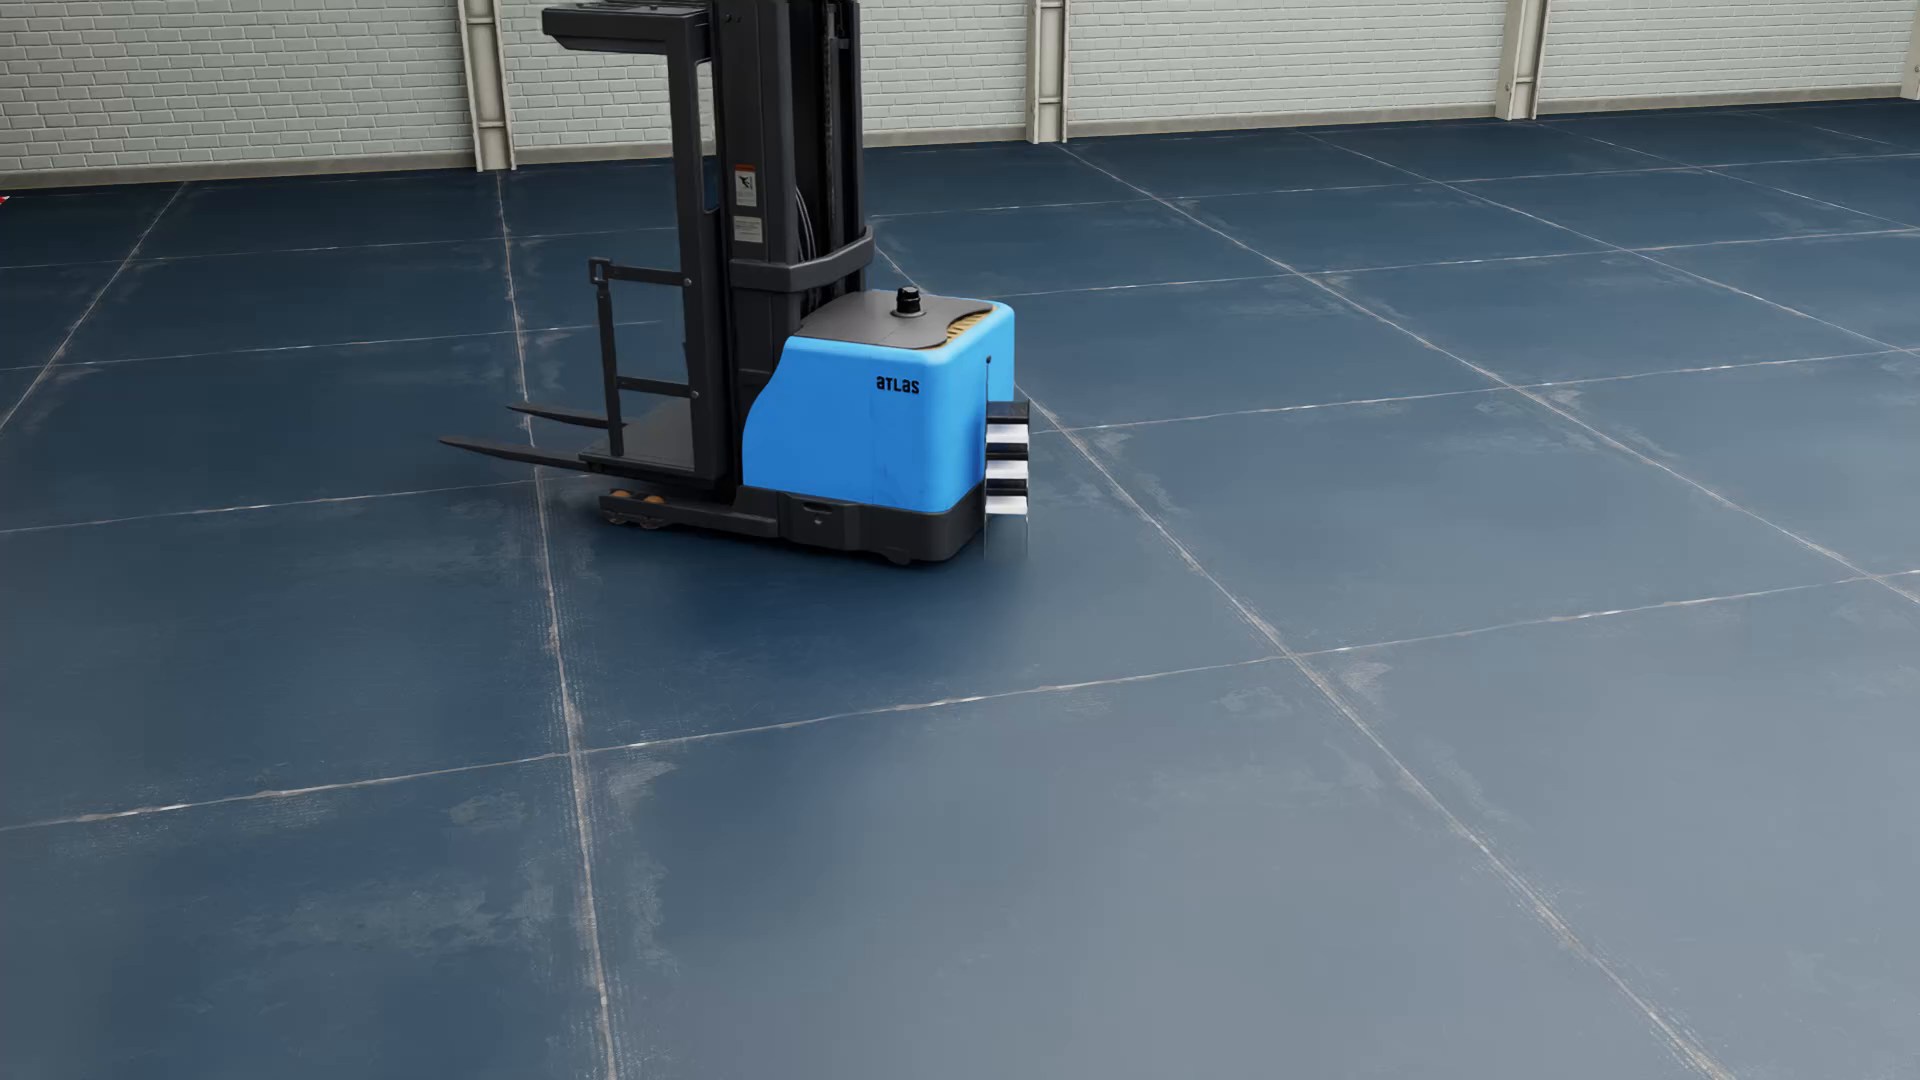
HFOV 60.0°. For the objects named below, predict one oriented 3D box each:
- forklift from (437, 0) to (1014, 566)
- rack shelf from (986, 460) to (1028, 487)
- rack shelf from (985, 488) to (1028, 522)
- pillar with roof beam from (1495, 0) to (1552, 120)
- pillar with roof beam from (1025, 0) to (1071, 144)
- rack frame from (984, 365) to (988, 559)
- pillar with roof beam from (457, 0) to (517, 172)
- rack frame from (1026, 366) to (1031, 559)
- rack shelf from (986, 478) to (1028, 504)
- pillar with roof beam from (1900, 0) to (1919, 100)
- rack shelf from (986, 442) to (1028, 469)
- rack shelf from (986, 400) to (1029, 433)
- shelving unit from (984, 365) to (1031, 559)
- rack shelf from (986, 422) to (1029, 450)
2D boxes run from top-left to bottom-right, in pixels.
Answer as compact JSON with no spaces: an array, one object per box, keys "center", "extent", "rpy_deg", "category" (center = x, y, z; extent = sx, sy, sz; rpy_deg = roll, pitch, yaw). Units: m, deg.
[{"center":[-1.284,-1.581,8.218],"extent":[3.031,2.935,1.130],"rpy_deg":[9,25,20],"category":"forklift"},{"center":[0.227,-0.338,7.982],"extent":[0.200,0.077,0.258],"rpy_deg":[1,23,2],"category":"rack shelf"},{"center":[0.227,-0.173,8.053],"extent":[0.200,0.077,0.258],"rpy_deg":[1,23,2],"category":"rack shelf"},{"center":[7.909,-7.639,14.641],"extent":[0.400,9.000,9.100],"rpy_deg":[-6,24,-14],"category":"pillar with roof beam"},{"center":[2.132,-7.000,13.152],"extent":[0.400,9.000,9.100],"rpy_deg":[-6,24,-14],"category":"pillar with roof beam"},{"center":[0.126,-0.371,7.973],"extent":[0.006,0.900,0.240],"rpy_deg":[1,23,2],"category":"rack frame"},{"center":[-3.645,-6.361,11.662],"extent":[0.400,9.000,9.100],"rpy_deg":[-6,24,-14],"category":"pillar with roof beam"},{"center":[0.329,-0.367,7.965],"extent":[0.006,0.900,0.240],"rpy_deg":[1,23,2],"category":"rack frame"},{"center":[0.227,-0.256,8.017],"extent":[0.200,0.077,0.258],"rpy_deg":[1,23,2],"category":"rack shelf"},{"center":[13.686,-8.278,16.131],"extent":[0.400,9.000,9.100],"rpy_deg":[-6,24,-14],"category":"pillar with roof beam"},{"center":[0.227,-0.421,7.946],"extent":[0.200,0.077,0.258],"rpy_deg":[1,23,2],"category":"rack shelf"},{"center":[0.227,-0.587,7.875],"extent":[0.200,0.077,0.258],"rpy_deg":[1,23,2],"category":"rack shelf"},{"center":[0.227,-0.369,7.969],"extent":[0.210,0.900,0.258],"rpy_deg":[1,23,2],"category":"shelving unit"},{"center":[0.227,-0.504,7.911],"extent":[0.200,0.077,0.258],"rpy_deg":[1,23,2],"category":"rack shelf"}]
